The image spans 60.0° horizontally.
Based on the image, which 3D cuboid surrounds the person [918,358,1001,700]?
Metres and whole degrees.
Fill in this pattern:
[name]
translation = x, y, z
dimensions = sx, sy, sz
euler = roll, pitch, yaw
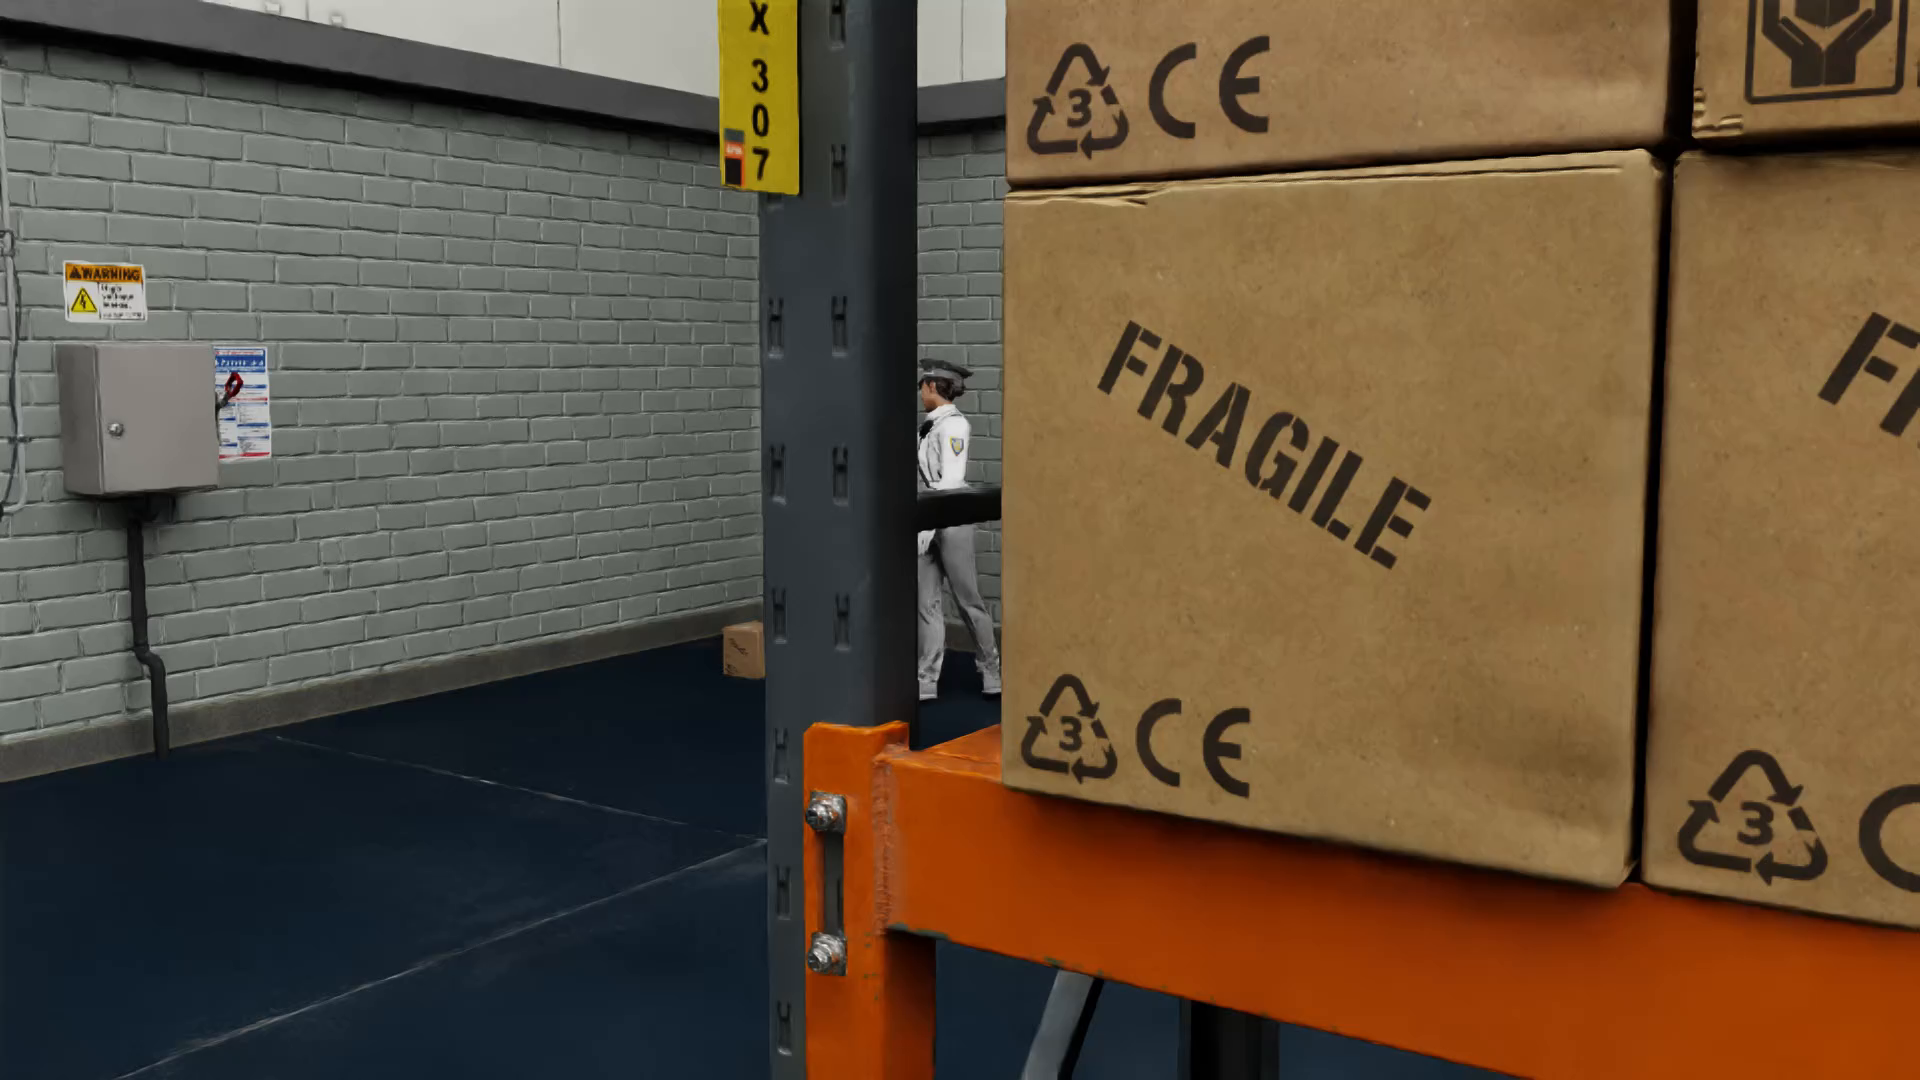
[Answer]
[person]
translation = -0.109, -0.055, 8.040
dimensions = 0.684, 1.642, 0.519
euler = -4, 8, -31
